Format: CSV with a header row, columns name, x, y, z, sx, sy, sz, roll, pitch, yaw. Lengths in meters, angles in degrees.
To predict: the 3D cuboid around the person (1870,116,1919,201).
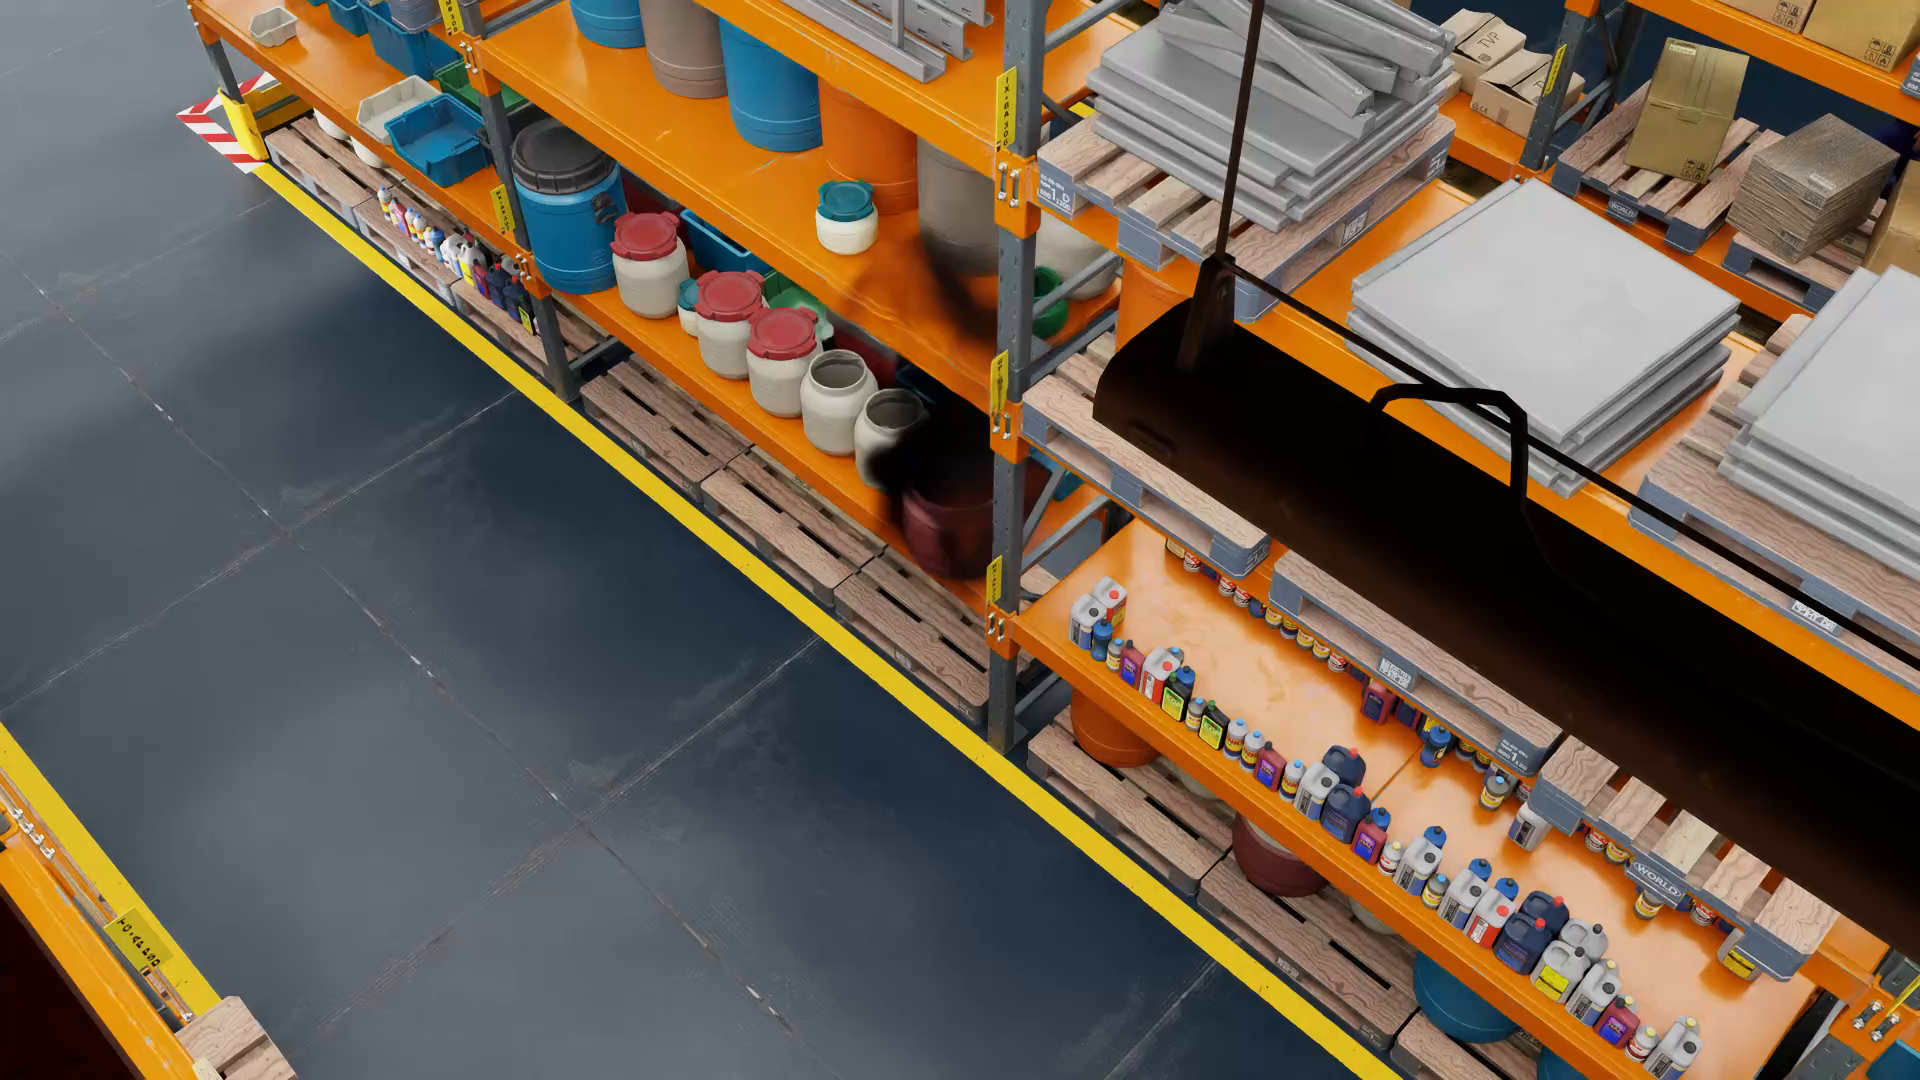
name,x,y,z,sx,sy,sz,roll,pitch,yaw
person,6.764,-2.990,11.877,0.870,1.540,0.615,22,53,17
